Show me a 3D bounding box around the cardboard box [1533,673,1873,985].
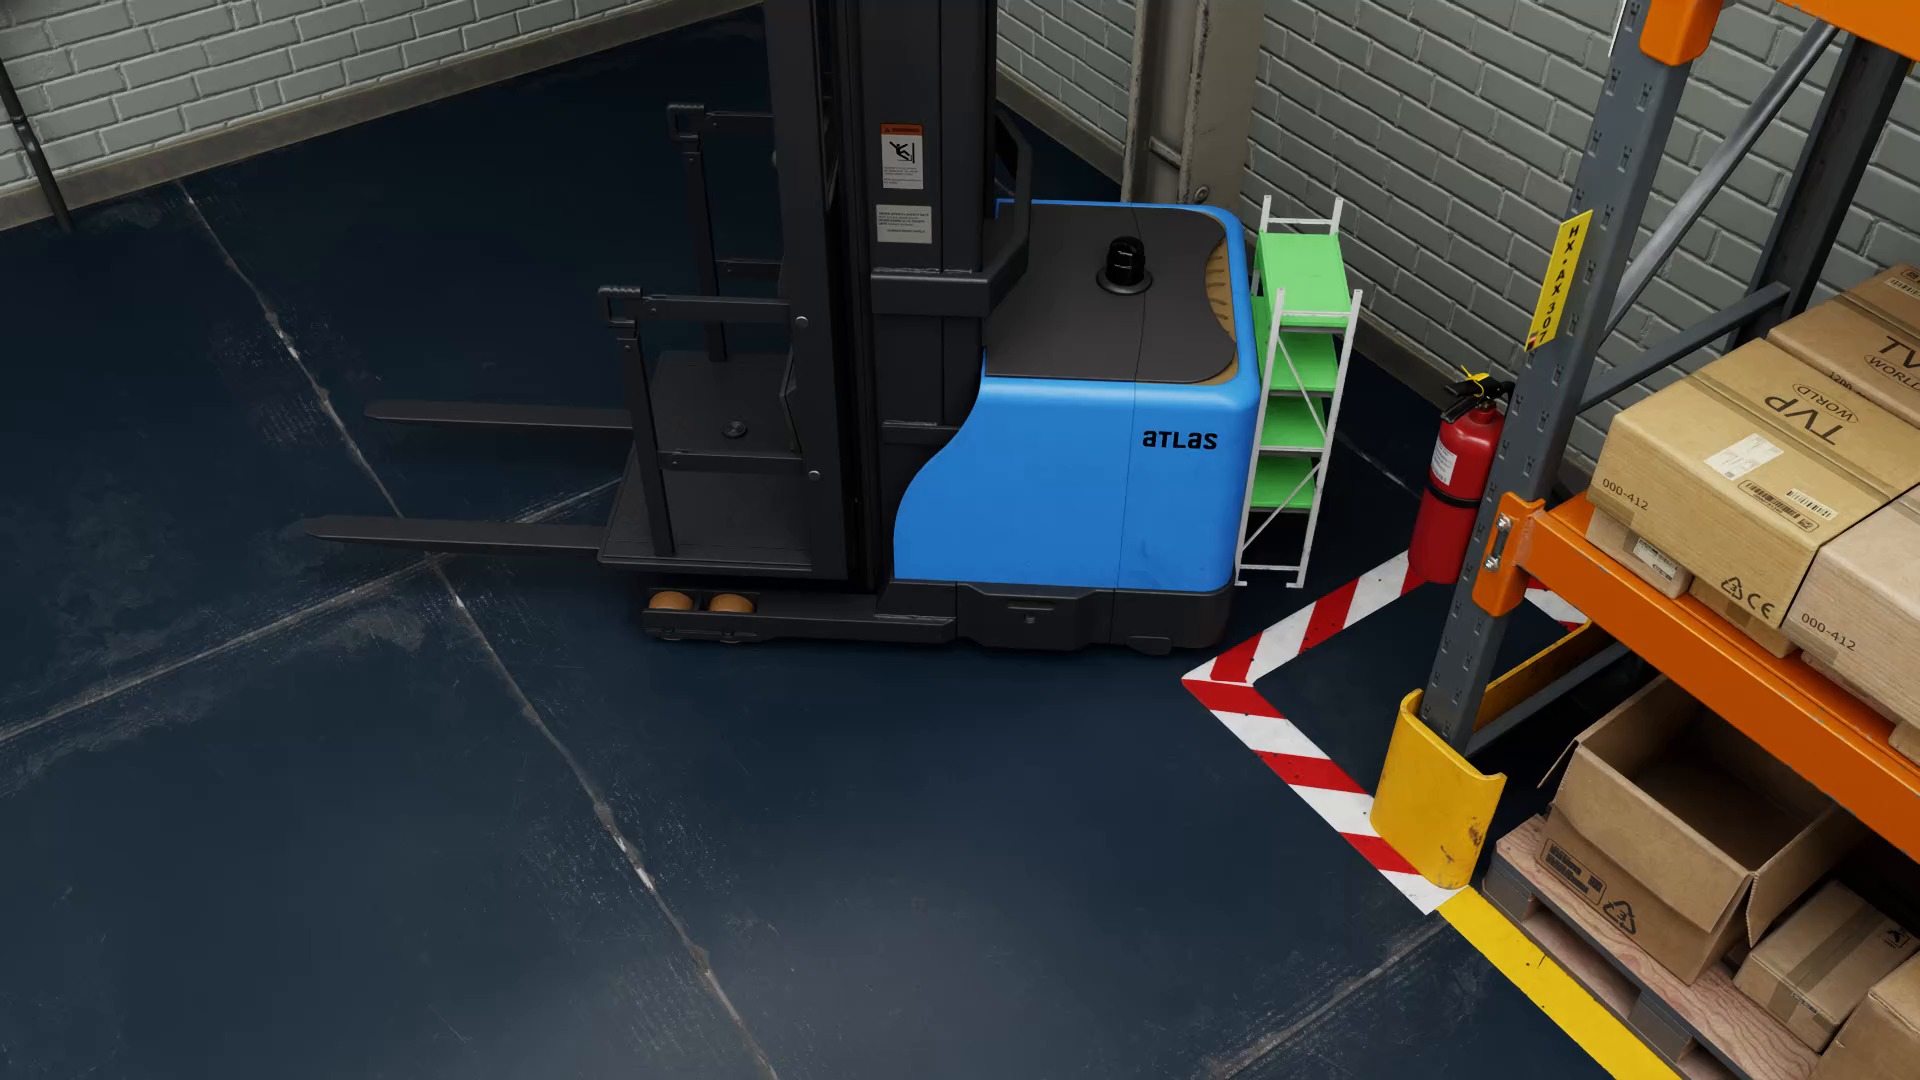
[{"bbox_3d":[1.985,0.688,4.360,0.797,0.503,0.637,-28,50,-26],"label":"cardboard box"}]

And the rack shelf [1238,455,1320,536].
[{"bbox_3d":[1.044,-0.230,5.562,0.258,0.148,0.480,2,44,2],"label":"rack shelf"}]

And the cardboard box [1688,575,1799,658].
[{"bbox_3d":[1.859,0.065,3.692,0.380,0.149,0.250,-25,49,-23],"label":"cardboard box"}]

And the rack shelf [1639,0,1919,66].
[{"bbox_3d":[2.857,-0.139,2.072,1.077,0.370,4.000,-26,49,-24],"label":"rack shelf"}]

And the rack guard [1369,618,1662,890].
[{"bbox_3d":[1.756,0.501,4.864,1.175,0.500,0.348,-26,49,-24],"label":"rack guard"}]

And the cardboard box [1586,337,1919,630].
[{"bbox_3d":[1.751,-0.136,3.614,0.500,0.250,0.500,-25,49,-24],"label":"cardboard box"}]

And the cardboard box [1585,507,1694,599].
[{"bbox_3d":[1.676,-0.061,3.824,0.380,0.149,0.250,-26,49,-25],"label":"cardboard box"}]

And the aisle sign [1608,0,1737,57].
[{"bbox_3d":[1.433,-1.309,3.067,0.394,0.787,0.004,-26,49,-24],"label":"aisle sign"}]

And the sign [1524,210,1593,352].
[{"bbox_3d":[1.268,-0.545,3.522,0.100,0.325,0.005,-26,49,-24],"label":"sign"}]

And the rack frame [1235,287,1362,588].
[{"bbox_3d":[1.031,-0.282,5.176,0.240,1.200,0.015,2,44,2],"label":"rack frame"}]

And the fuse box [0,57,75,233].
[{"bbox_3d":[-3.795,-1.949,6.552,0.539,1.711,0.414,-26,49,-24],"label":"fuse box"}]

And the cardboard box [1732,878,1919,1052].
[{"bbox_3d":[2.196,1.073,4.215,0.380,0.149,0.250,-28,50,-26],"label":"cardboard box"}]

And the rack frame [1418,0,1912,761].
[{"bbox_3d":[1.712,-0.447,4.045,1.000,3.000,0.127,-26,49,-24],"label":"rack frame"}]

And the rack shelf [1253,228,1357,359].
[{"bbox_3d":[1.044,-0.751,5.065,0.258,0.148,0.480,2,44,2],"label":"rack shelf"}]

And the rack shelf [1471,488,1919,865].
[{"bbox_3d":[2.857,0.946,3.107,1.077,0.370,4.000,-26,49,-24],"label":"rack shelf"}]

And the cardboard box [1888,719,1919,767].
[{"bbox_3d":[2.132,0.367,3.375,0.380,0.149,0.250,-24,49,-23],"label":"cardboard box"}]

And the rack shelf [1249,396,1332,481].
[{"bbox_3d":[1.044,-0.404,5.397,0.258,0.148,0.480,2,44,2],"label":"rack shelf"}]

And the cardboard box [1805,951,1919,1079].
[{"bbox_3d":[2.442,1.189,3.838,0.700,0.500,0.500,-24,49,-23],"label":"cardboard box"}]

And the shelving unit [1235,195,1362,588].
[{"bbox_3d":[1.044,-0.450,5.353,0.258,1.200,0.503,2,44,2],"label":"shelving unit"}]

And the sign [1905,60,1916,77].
[{"bbox_3d":[2.179,-1.188,3.754,0.100,0.325,0.005,-26,49,-24],"label":"sign"}]

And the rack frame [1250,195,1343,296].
[{"bbox_3d":[1.057,-0.618,5.529,0.240,1.200,0.015,2,44,2],"label":"rack frame"}]

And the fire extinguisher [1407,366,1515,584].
[{"bbox_3d":[1.249,-0.184,4.097,0.296,0.674,0.183,-26,49,-24],"label":"fire extinguisher"}]

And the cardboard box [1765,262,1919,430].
[{"bbox_3d":[2.193,-0.344,3.831,0.500,0.250,0.500,-24,49,-23],"label":"cardboard box"}]

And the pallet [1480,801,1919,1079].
[{"bbox_3d":[2.213,1.056,4.491,1.003,0.211,1.213,-26,49,-24],"label":"pallet"}]

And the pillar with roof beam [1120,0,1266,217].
[{"bbox_3d":[-2.622,-2.799,2.165,9.100,9.000,0.400,-26,49,-24],"label":"pillar with roof beam"}]

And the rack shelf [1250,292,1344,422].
[{"bbox_3d":[1.044,-0.577,5.231,0.258,0.148,0.480,2,44,2],"label":"rack shelf"}]

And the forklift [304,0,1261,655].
[{"bbox_3d":[-0.623,-1.088,4.767,3.031,2.935,1.130,3,44,3],"label":"forklift"}]

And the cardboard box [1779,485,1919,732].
[{"bbox_3d":[2.040,0.149,3.315,0.500,0.250,0.500,-25,49,-24],"label":"cardboard box"}]

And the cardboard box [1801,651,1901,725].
[{"bbox_3d":[2.038,0.200,3.550,0.380,0.149,0.250,-26,50,-25],"label":"cardboard box"}]
